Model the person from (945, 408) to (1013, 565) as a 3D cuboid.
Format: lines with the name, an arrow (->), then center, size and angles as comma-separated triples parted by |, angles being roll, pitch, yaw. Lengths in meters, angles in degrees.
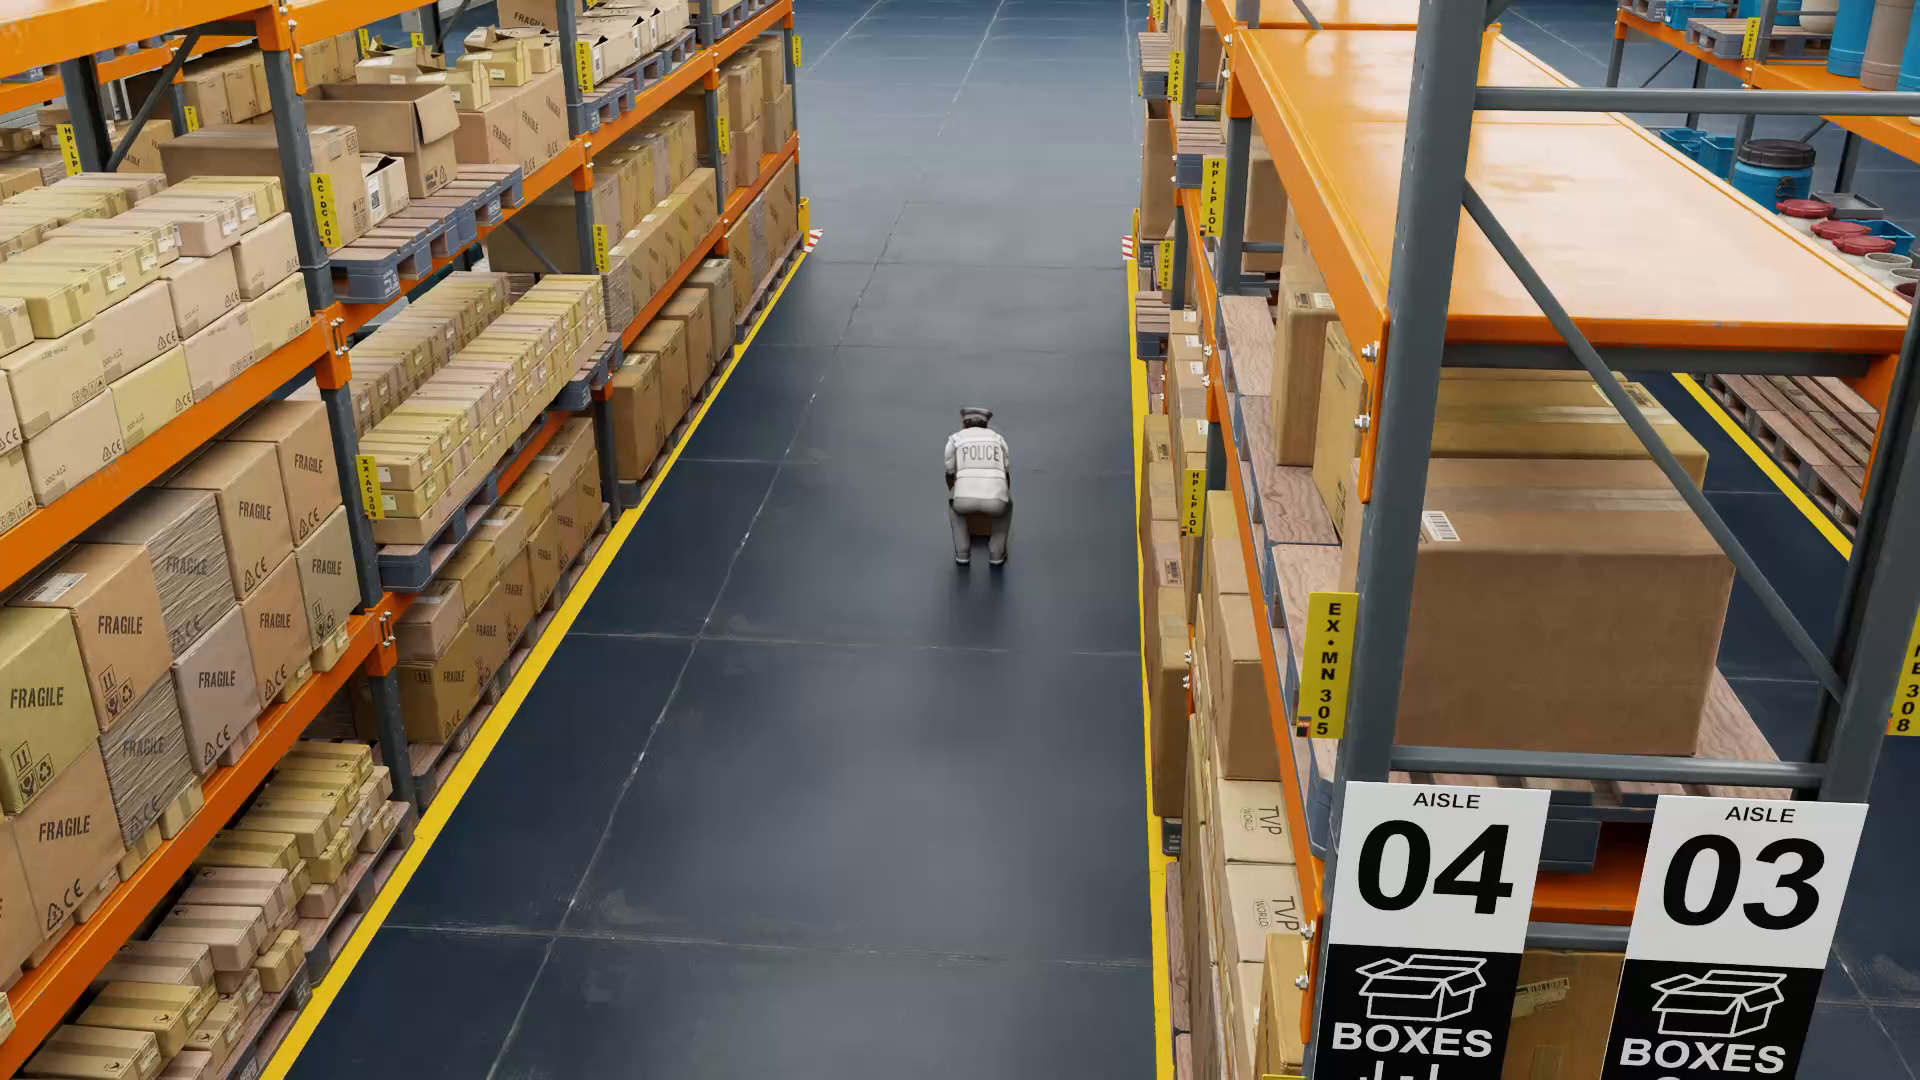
person -> 0.127, -0.376, 11.627 | 0.487, 0.988, 0.855 | 2, 25, 4
